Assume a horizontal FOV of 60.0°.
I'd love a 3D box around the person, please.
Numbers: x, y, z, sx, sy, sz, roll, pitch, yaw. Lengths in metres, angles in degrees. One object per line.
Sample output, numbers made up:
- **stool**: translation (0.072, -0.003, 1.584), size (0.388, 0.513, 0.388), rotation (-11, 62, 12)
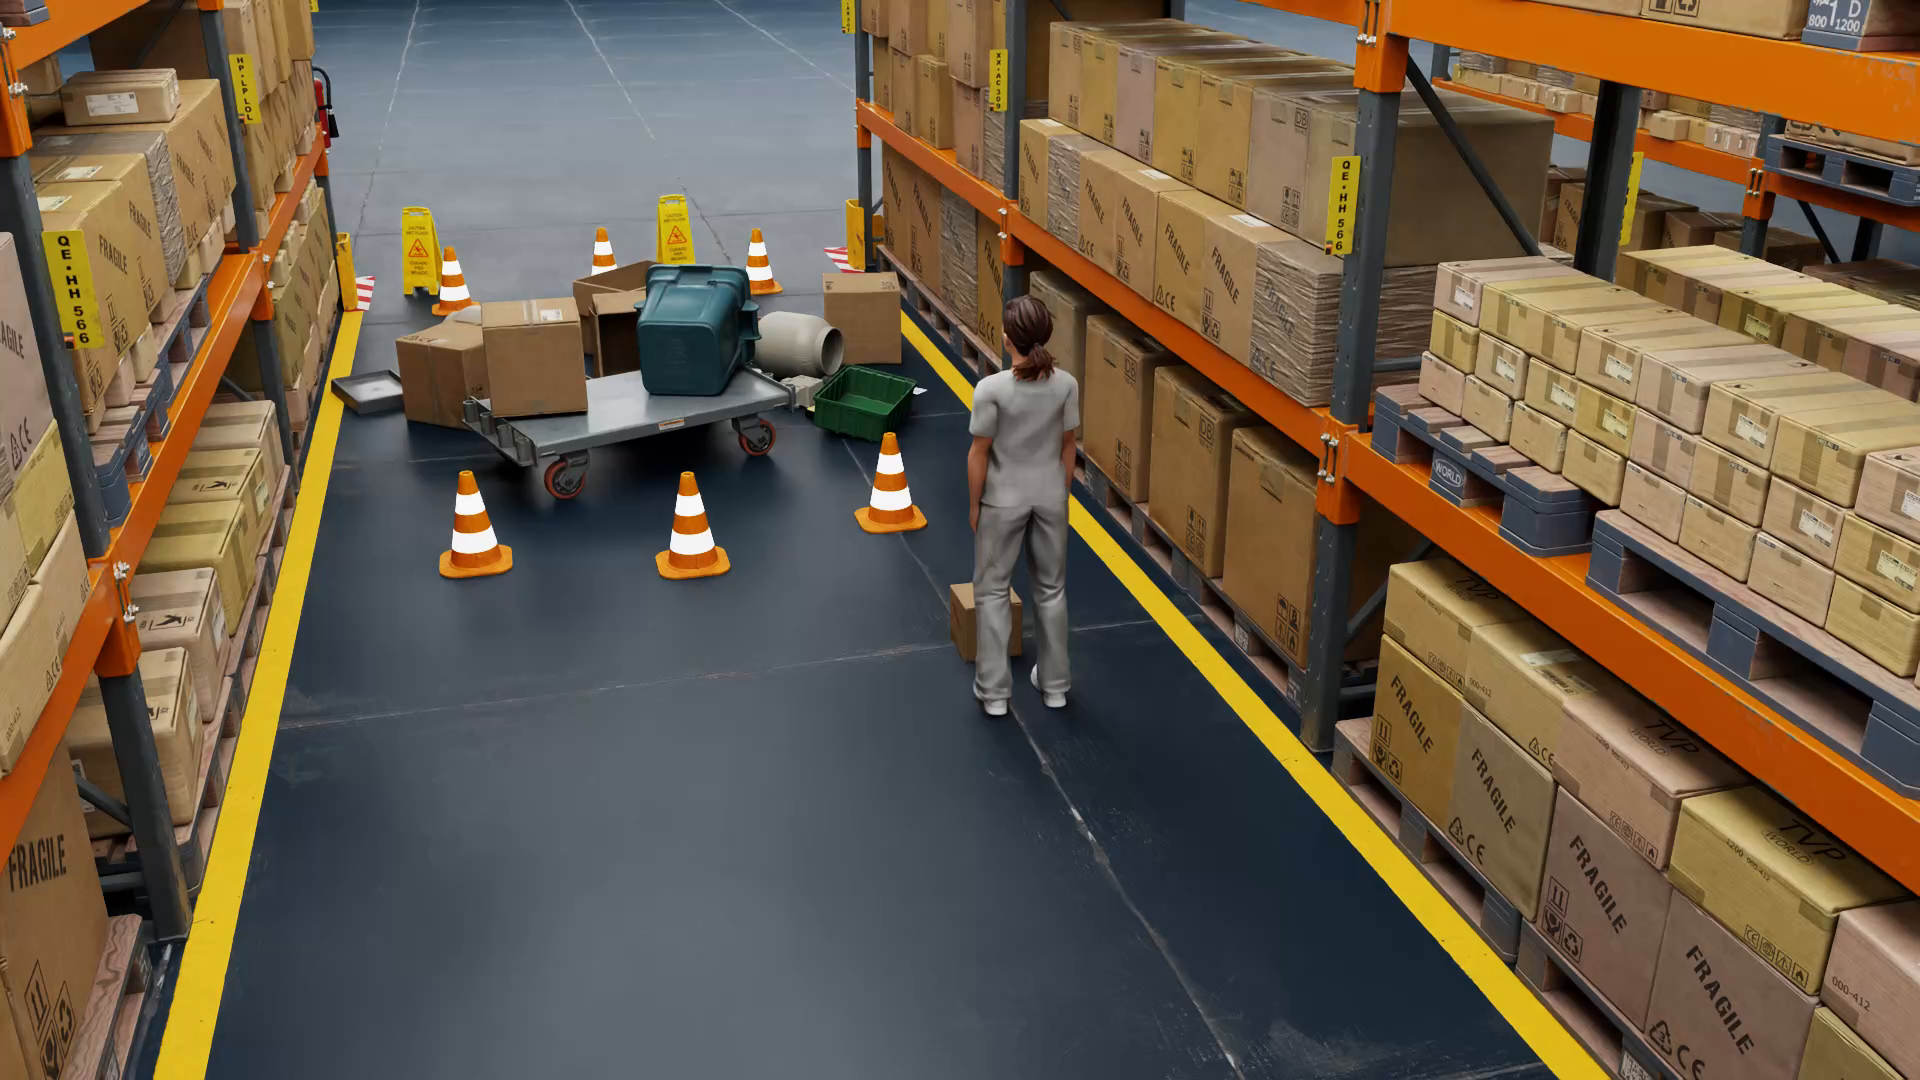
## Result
- **person**: translation (0.240, -0.123, 6.398), size (0.436, 1.668, 0.359), rotation (-6, 24, -13)
